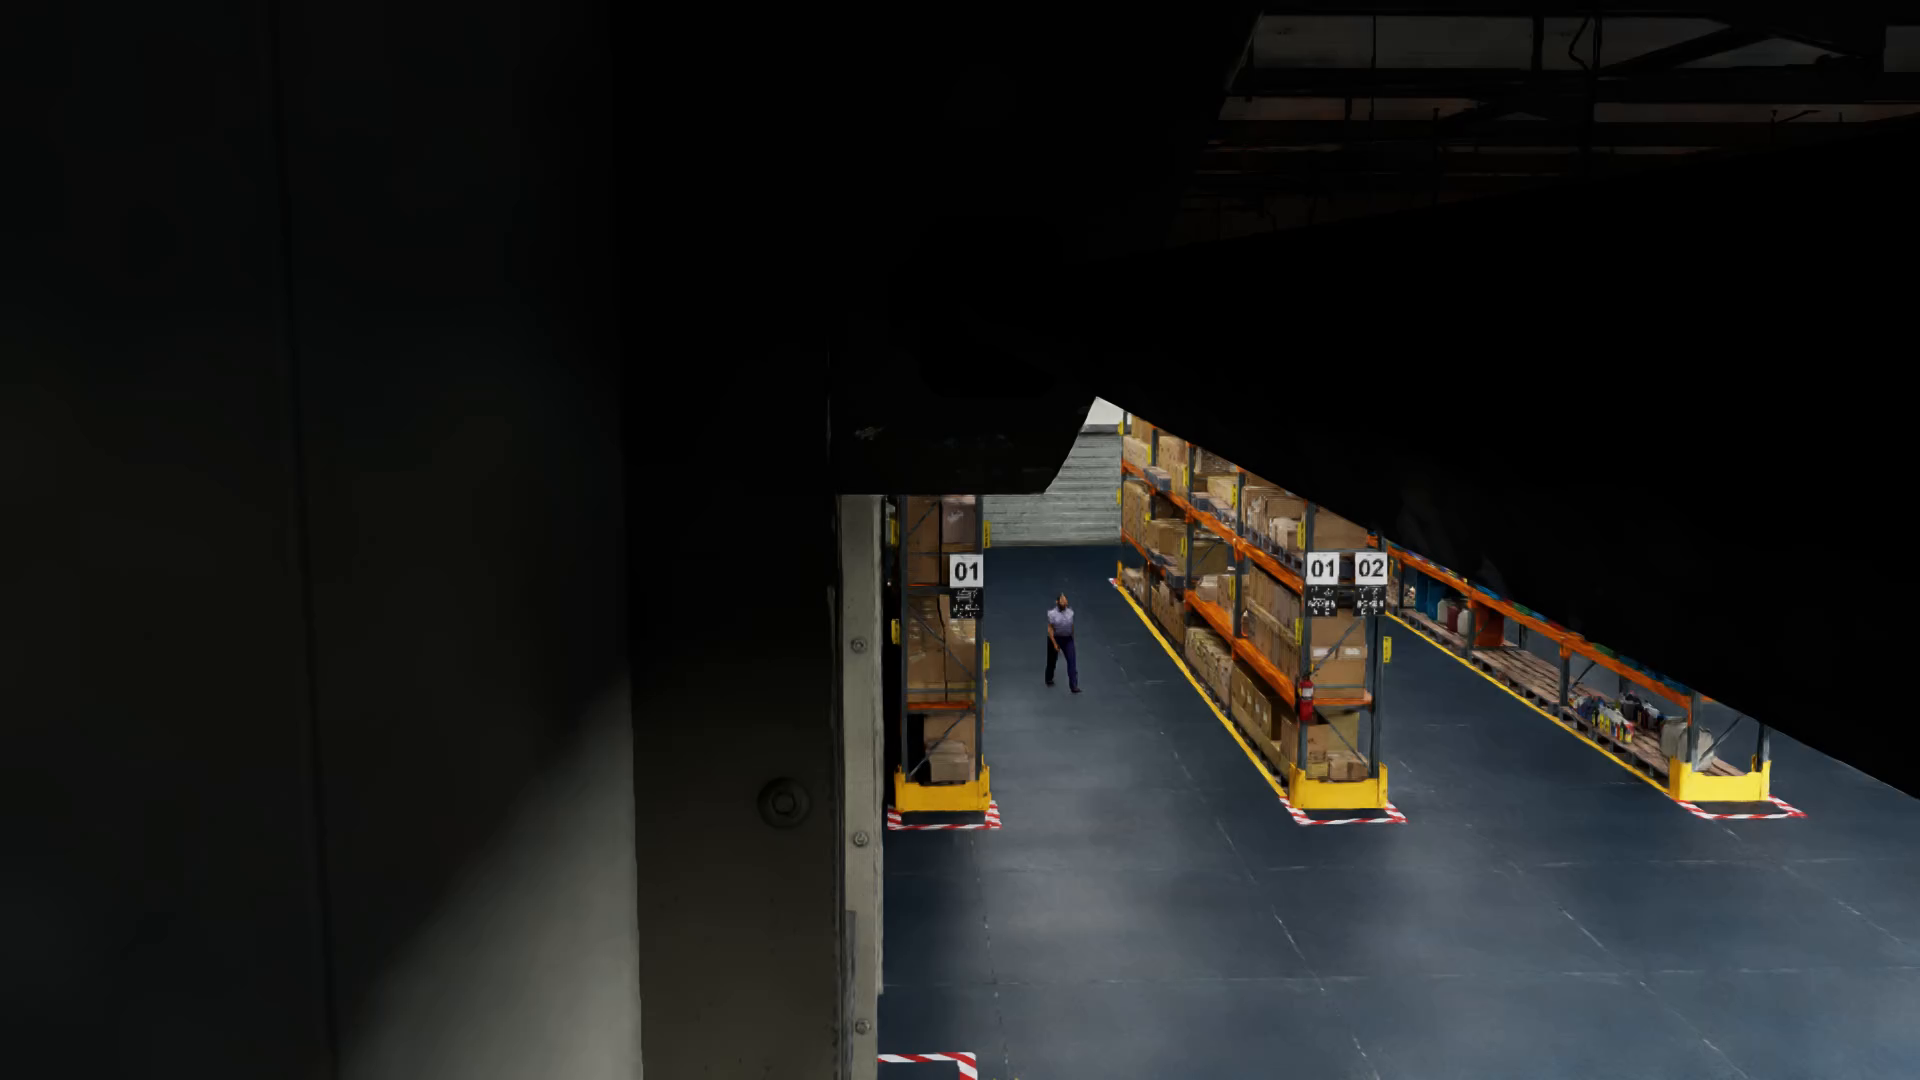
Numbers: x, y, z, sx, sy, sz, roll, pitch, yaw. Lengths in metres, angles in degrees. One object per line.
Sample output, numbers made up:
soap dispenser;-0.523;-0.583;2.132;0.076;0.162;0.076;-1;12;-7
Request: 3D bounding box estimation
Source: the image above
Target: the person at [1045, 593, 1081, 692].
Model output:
person;1.613;1.624;26.663;0.478;1.567;1.000;-2;9;-11
